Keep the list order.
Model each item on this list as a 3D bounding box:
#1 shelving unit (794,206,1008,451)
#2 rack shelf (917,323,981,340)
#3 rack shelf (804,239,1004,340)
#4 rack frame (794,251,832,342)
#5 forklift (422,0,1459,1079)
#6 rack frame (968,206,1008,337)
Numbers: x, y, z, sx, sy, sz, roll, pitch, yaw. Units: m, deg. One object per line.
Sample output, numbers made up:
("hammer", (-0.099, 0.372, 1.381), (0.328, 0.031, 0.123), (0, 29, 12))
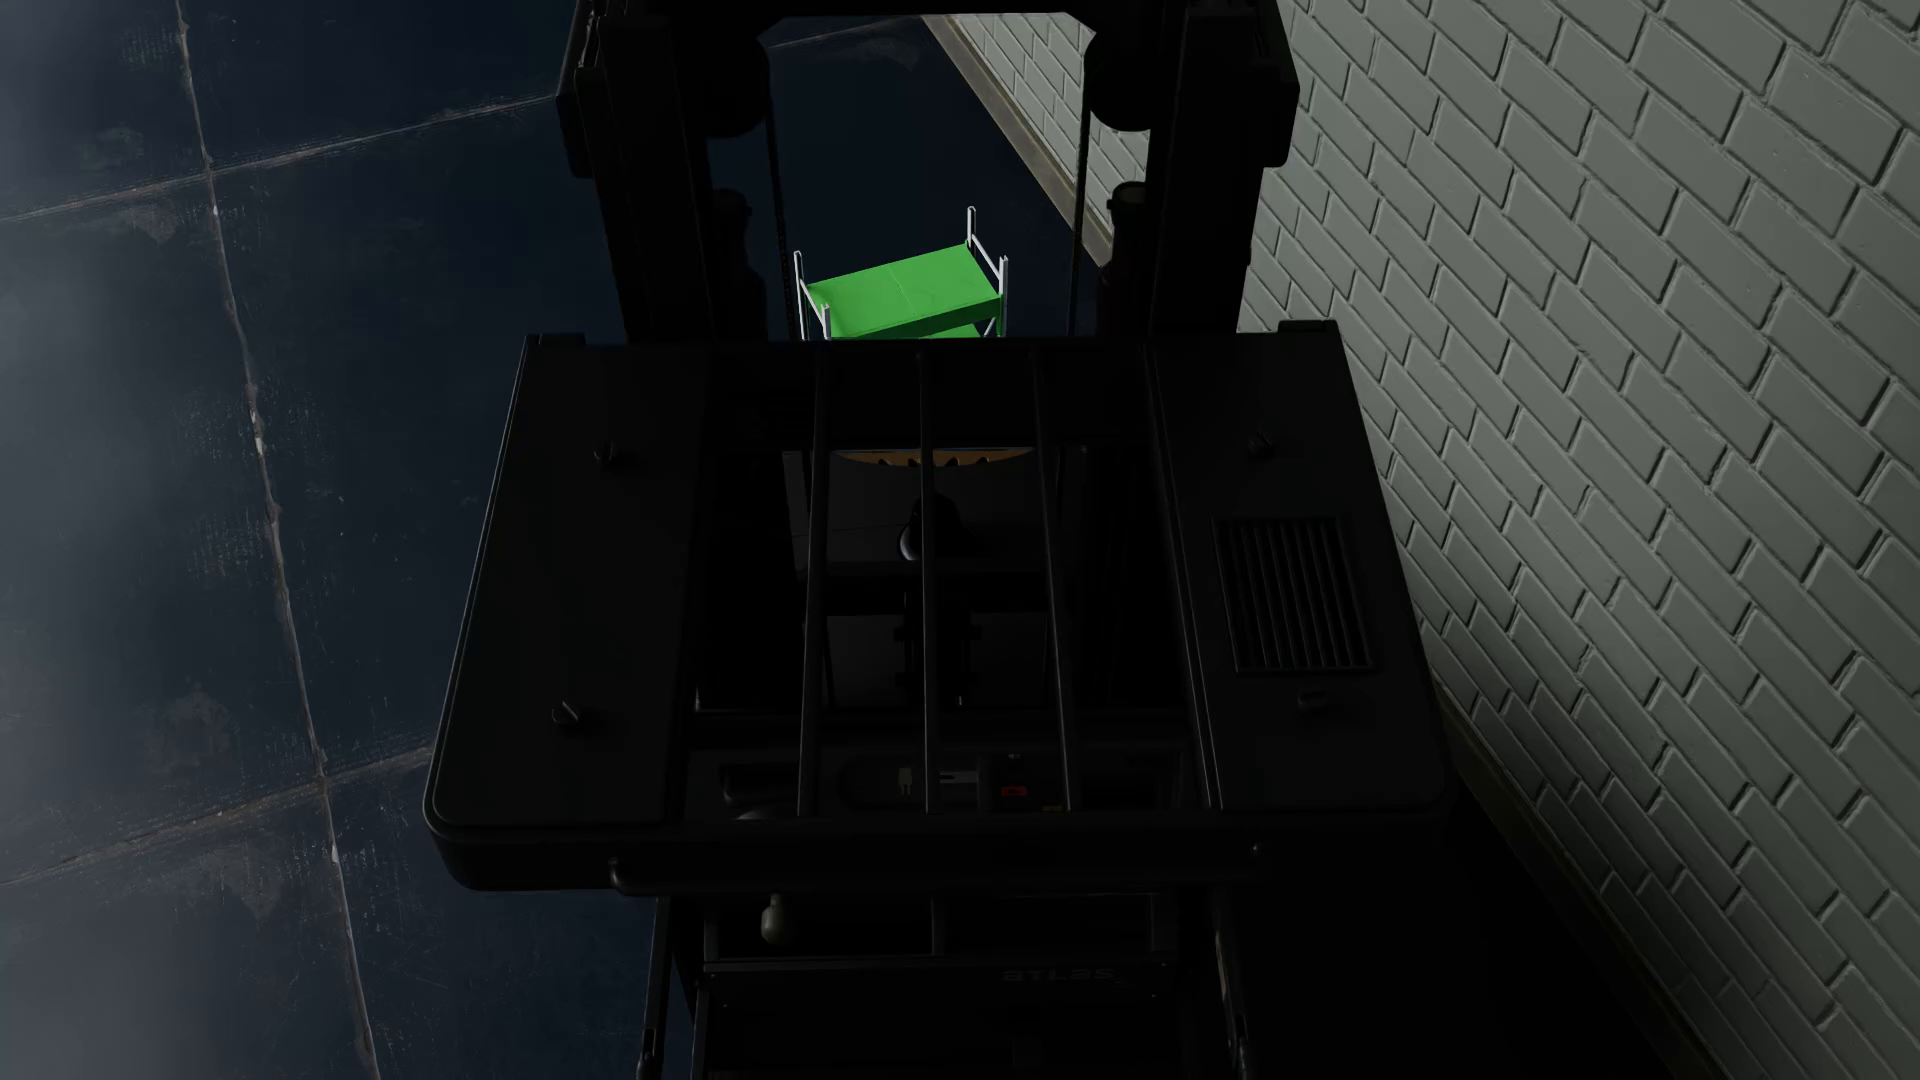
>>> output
("shelving unit", (-0.153, -0.343, 4.754), (0.503, 1.200, 0.258), (-17, 52, -14))
("rack shelf", (-0.153, -0.458, 4.620), (0.480, 0.148, 0.258), (-17, 52, -14))
("rack shelf", (-0.153, -0.615, 4.438), (0.480, 0.148, 0.258), (-17, 52, -14))
("rack frame", (-0.379, -0.273, 4.694), (0.015, 1.200, 0.240), (-17, 52, -14))
("forklift", (-0.028, 0.617, 2.788), (1.130, 2.935, 3.031), (-1, 49, -1))
("rack frame", (0.073, -0.413, 4.814), (0.015, 1.200, 0.240), (-17, 52, -14))
